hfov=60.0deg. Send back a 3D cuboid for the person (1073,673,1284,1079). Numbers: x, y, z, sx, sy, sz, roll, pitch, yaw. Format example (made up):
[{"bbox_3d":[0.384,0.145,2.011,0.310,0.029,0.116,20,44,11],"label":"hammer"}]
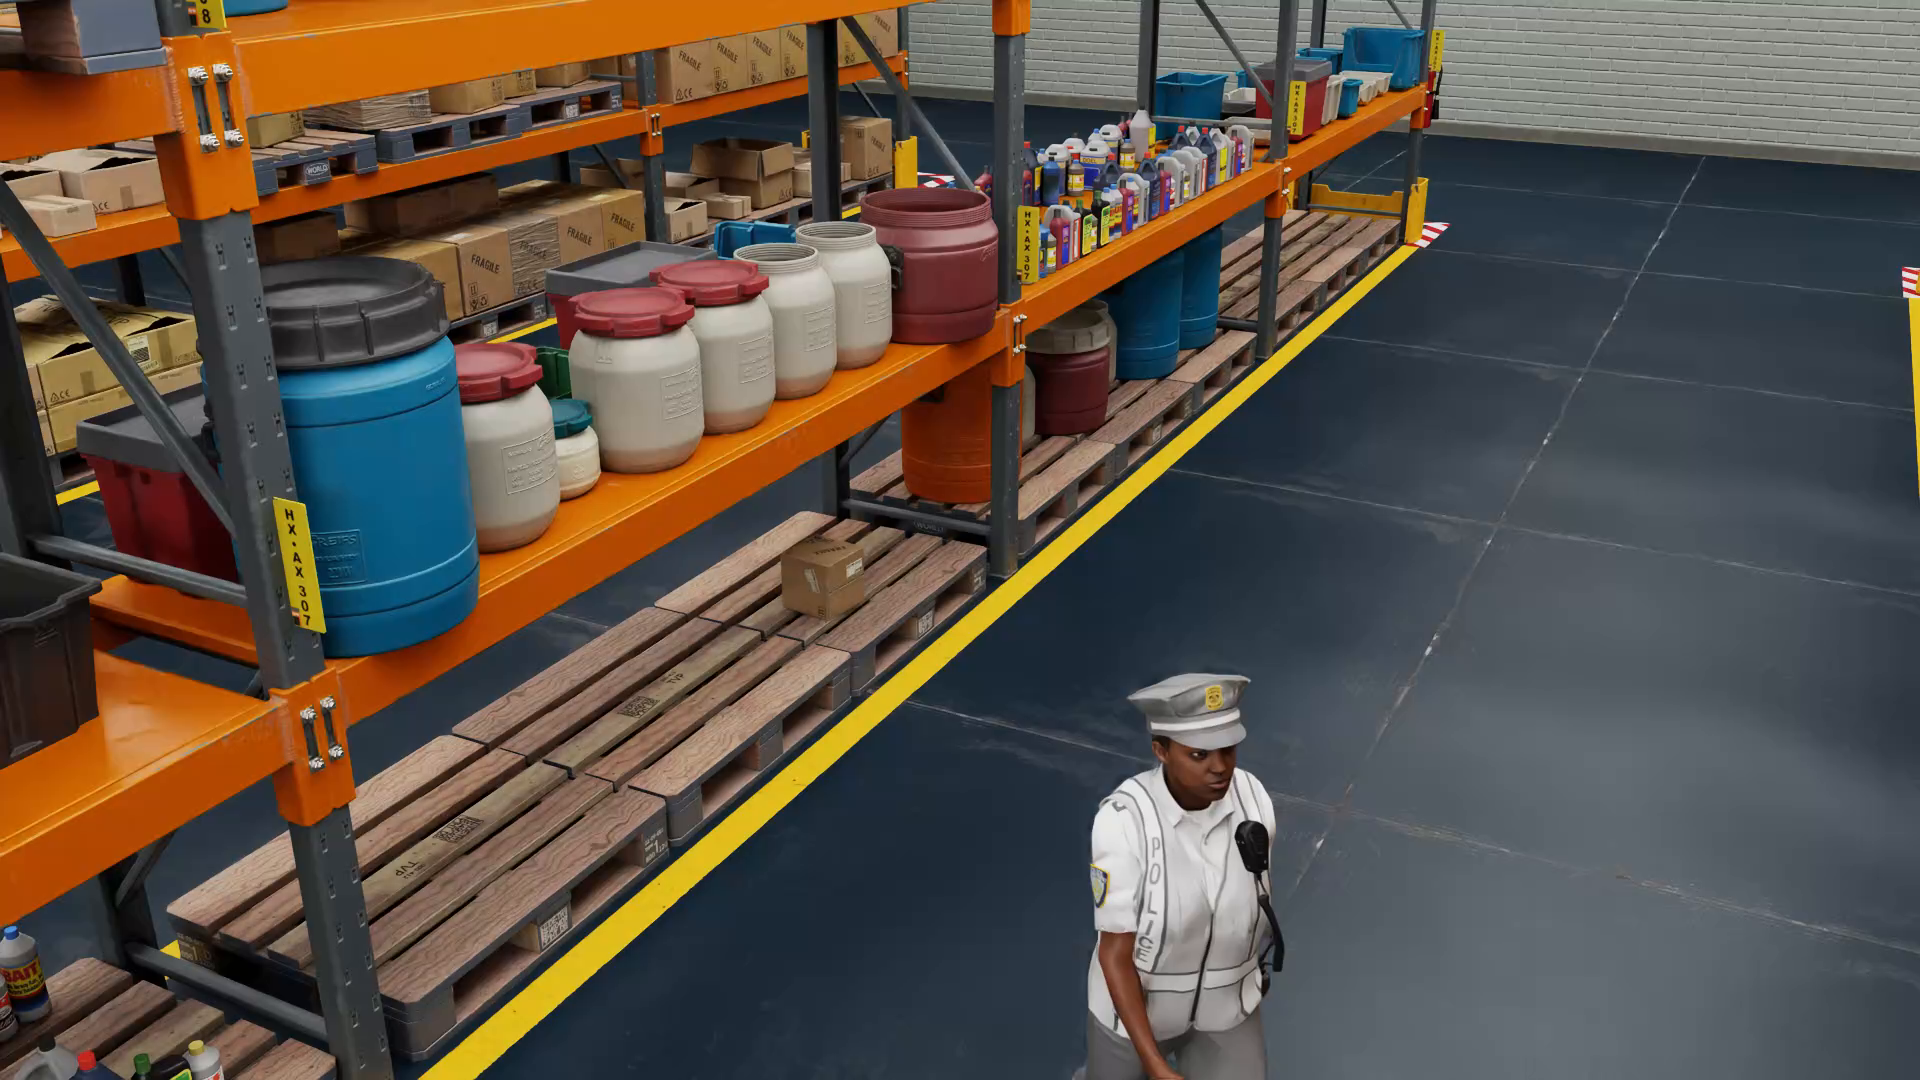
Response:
[{"bbox_3d":[0.491,1.018,3.618,0.440,1.625,1.031,-5,23,-11],"label":"person"}]
